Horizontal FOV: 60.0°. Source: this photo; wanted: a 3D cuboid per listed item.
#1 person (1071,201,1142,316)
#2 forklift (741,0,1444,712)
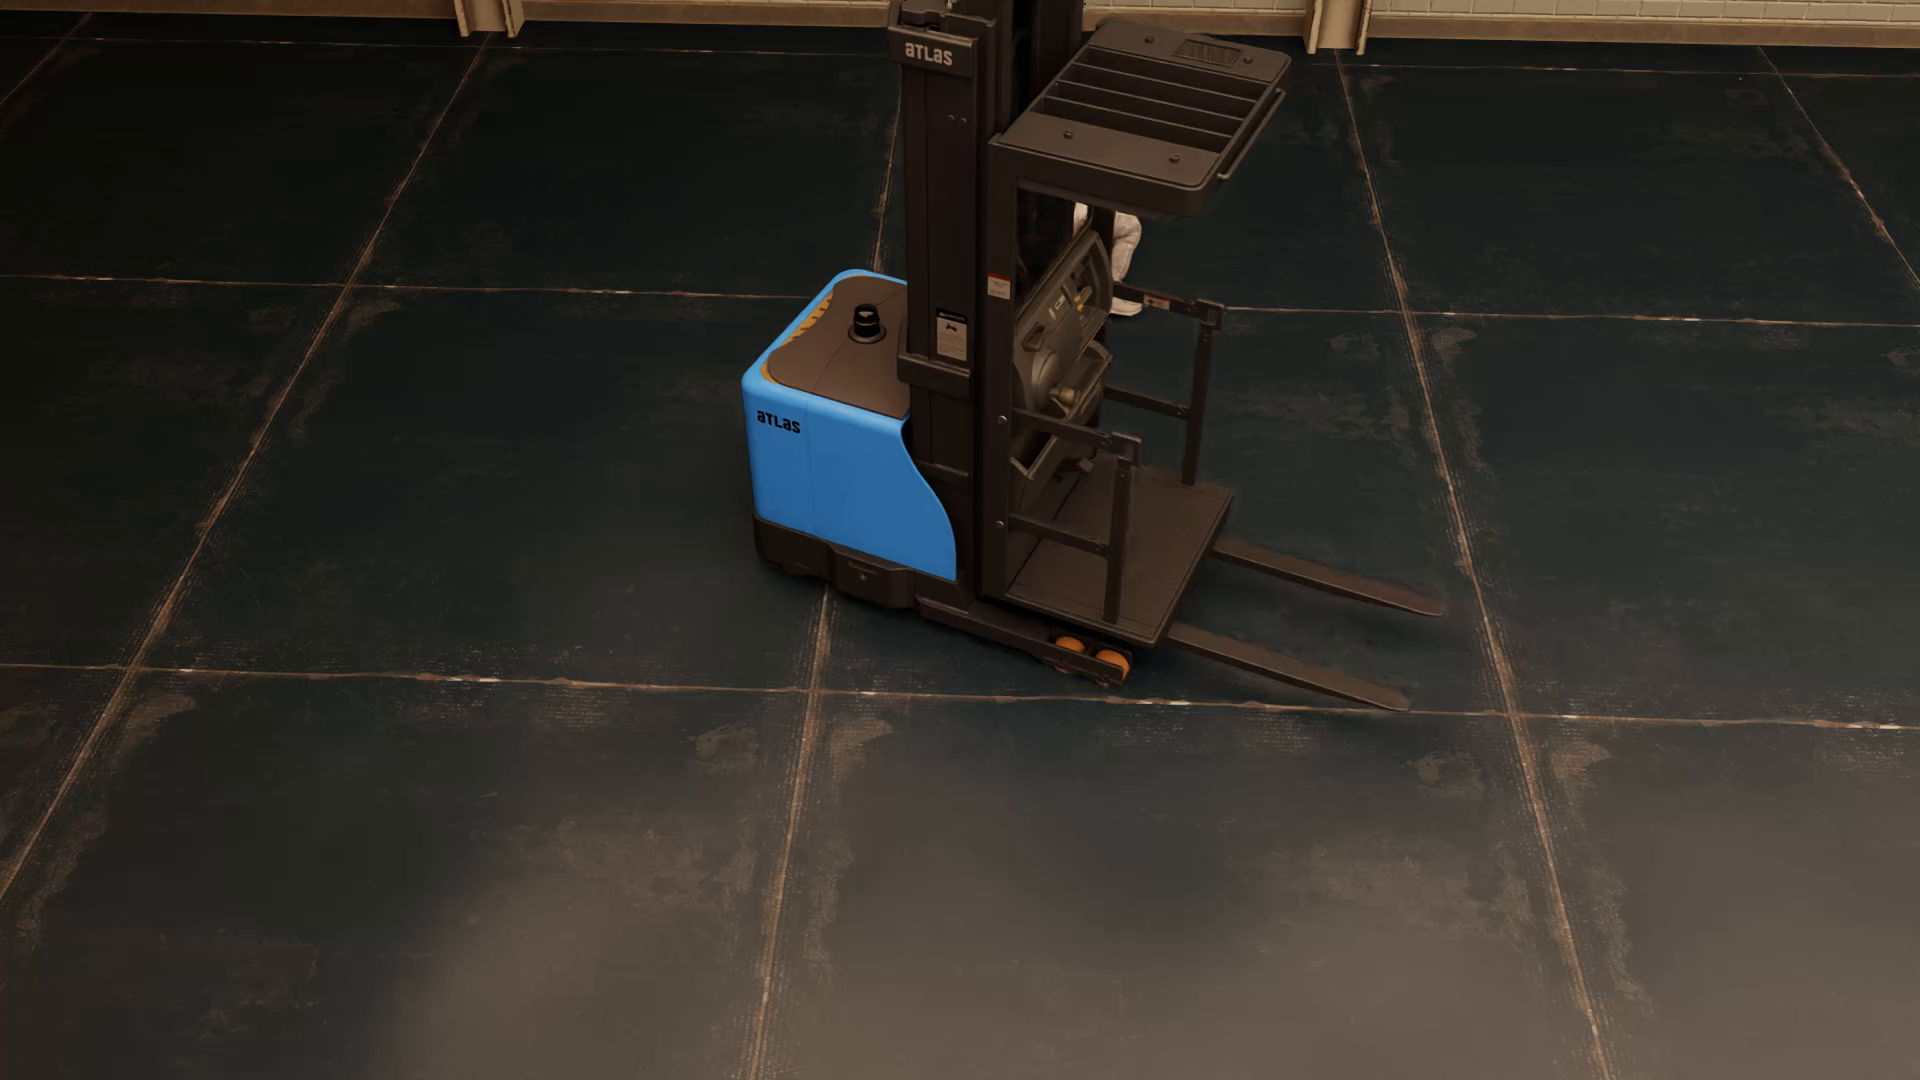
[{"bbox_3d":[0.851,-1.899,8.908,0.991,1.477,0.837,-15,45,-16],"label":"person"},{"bbox_3d":[0.605,-0.853,6.677,3.031,2.935,1.130,18,45,18],"label":"forklift"}]
